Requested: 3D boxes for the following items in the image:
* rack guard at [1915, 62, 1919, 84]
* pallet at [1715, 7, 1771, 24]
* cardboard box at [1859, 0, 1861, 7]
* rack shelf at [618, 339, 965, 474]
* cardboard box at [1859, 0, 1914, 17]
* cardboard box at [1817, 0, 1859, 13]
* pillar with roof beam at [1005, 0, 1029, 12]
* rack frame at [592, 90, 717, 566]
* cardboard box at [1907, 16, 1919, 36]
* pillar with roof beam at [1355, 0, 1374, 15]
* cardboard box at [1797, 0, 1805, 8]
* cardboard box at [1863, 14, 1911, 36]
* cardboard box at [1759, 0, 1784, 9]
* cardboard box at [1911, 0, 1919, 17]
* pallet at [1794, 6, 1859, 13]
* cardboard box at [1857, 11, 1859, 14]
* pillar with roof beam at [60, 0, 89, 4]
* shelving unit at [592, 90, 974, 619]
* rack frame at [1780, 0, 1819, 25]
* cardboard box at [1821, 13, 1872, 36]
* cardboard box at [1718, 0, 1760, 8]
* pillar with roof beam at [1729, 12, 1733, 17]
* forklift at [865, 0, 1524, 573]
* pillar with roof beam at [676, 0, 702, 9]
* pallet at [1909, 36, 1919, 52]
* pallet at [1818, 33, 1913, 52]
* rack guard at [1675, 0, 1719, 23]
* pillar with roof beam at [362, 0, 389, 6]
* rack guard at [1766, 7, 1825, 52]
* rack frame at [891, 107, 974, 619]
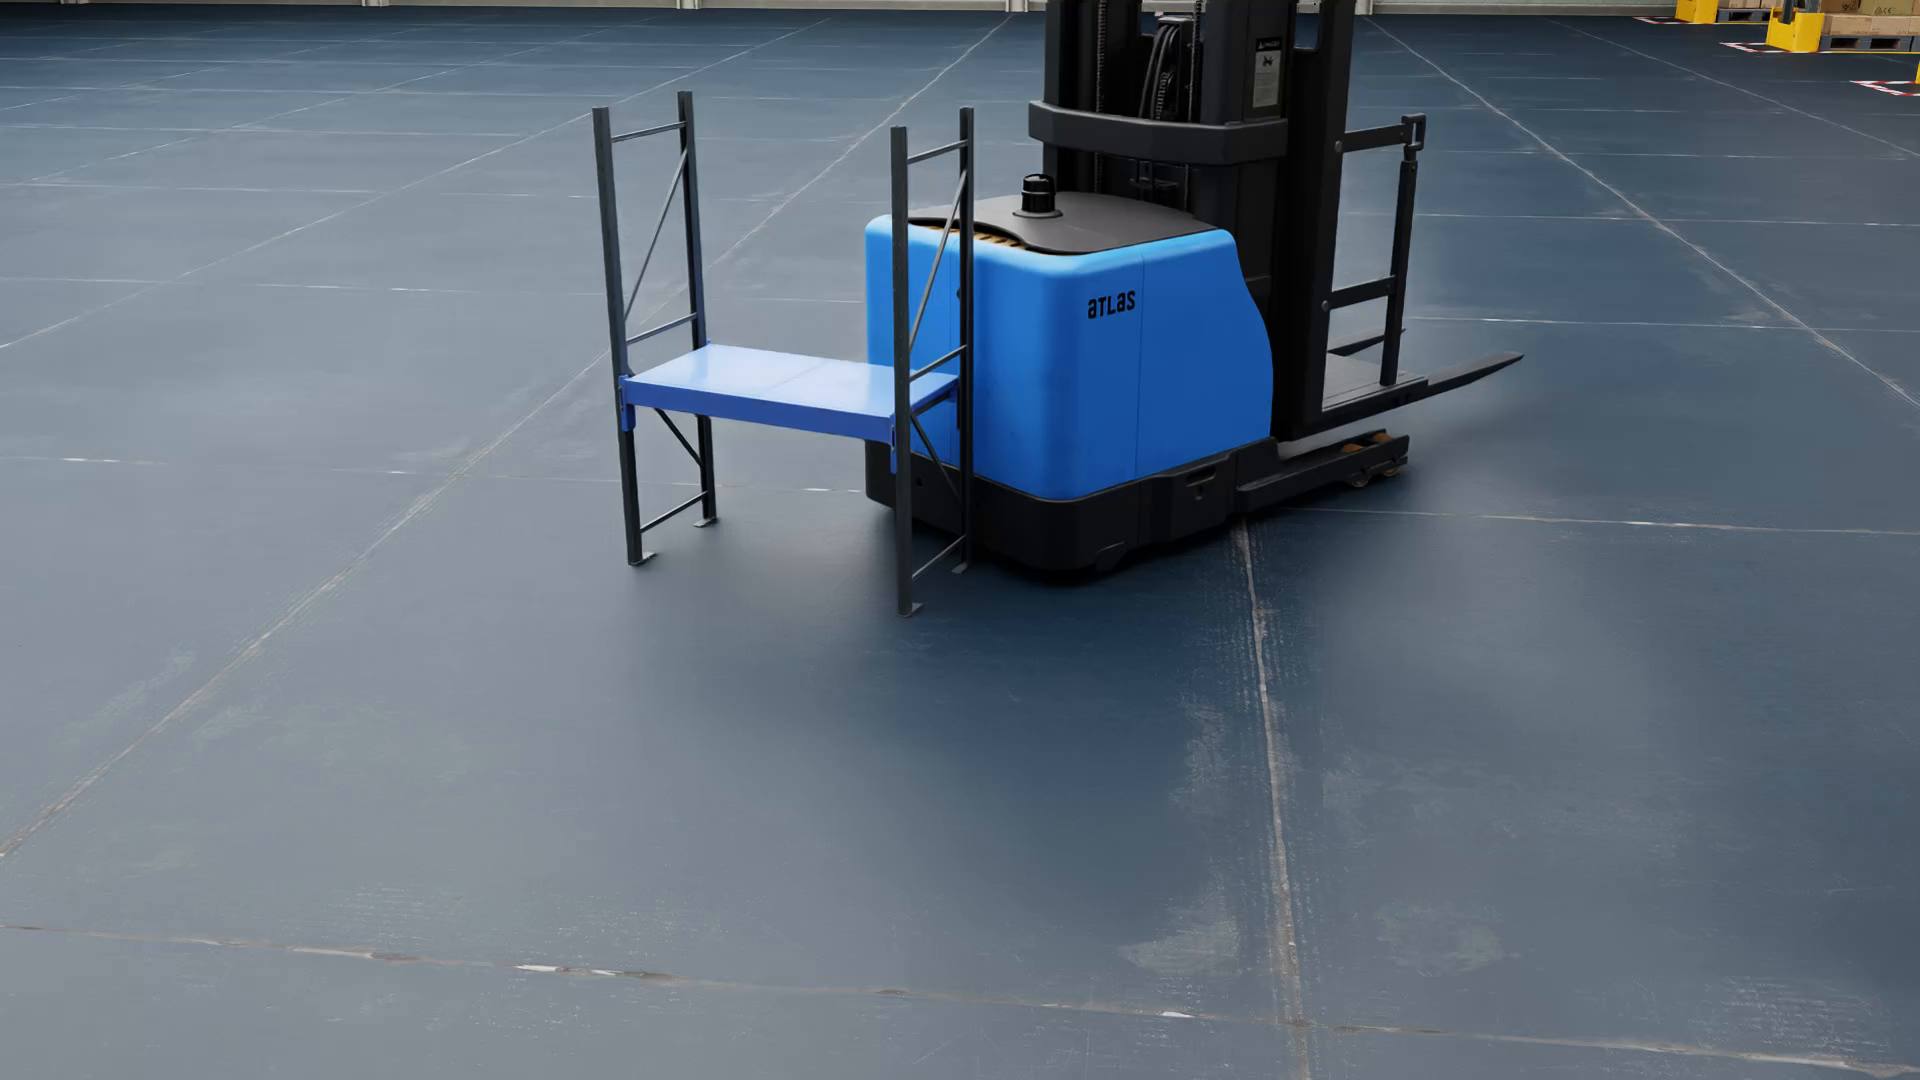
[{"bbox_3d":[11.059,-5.272,18.459,0.348,0.500,1.175,2,22,6],"label":"rack guard"},{"bbox_3d":[13.022,-8.690,27.497,1.213,0.211,1.003,2,22,6],"label":"pallet"},{"bbox_3d":[15.080,-8.937,27.131,0.500,0.500,0.500,1,22,2],"label":"cardboard box"},{"bbox_3d":[-0.536,-0.448,5.387,1.000,0.185,0.538,10,24,23],"label":"rack shelf"},{"bbox_3d":[12.567,-7.369,22.512,0.500,0.500,0.500,2,22,6],"label":"cardboard box"},{"bbox_3d":[12.132,-7.580,23.045,0.500,0.500,0.500,2,22,6],"label":"cardboard box"},{"bbox_3d":[0.517,-12.061,24.071,0.400,9.000,9.100,2,22,6],"label":"pillar with roof beam"},{"bbox_3d":[-0.996,-0.695,5.521,0.032,1.500,0.500,10,24,23],"label":"rack frame"},{"bbox_3d":[13.064,-6.999,22.596,0.500,0.250,0.500,2,22,6],"label":"cardboard box"},{"bbox_3d":[6.476,-11.801,23.414,0.400,9.000,9.100,2,22,6],"label":"pillar with roof beam"},{"bbox_3d":[14.109,-8.942,27.145,0.500,0.500,0.700,1,22,3],"label":"cardboard box"},{"bbox_3d":[12.568,-7.021,22.652,0.500,0.250,0.500,2,22,6],"label":"cardboard box"},{"bbox_3d":[13.386,-8.904,27.306,0.500,0.311,0.500,4,22,11],"label":"cardboard box"},{"bbox_3d":[13.066,-7.352,22.469,0.500,0.500,0.500,2,22,6],"label":"cardboard box"},{"bbox_3d":[14.230,-8.636,27.361,1.213,0.211,1.003,2,22,6],"label":"pallet"},{"bbox_3d":[12.630,-7.213,23.138,0.500,0.250,0.500,2,22,6],"label":"cardboard box"},{"bbox_3d":[-17.358,-12.839,26.041,0.400,9.000,9.100,2,22,6],"label":"pillar with roof beam"},{"bbox_3d":[-0.536,-0.615,5.321,1.048,1.500,0.538,10,24,23],"label":"shelving unit"},{"bbox_3d":[11.564,-8.229,22.539,0.127,3.000,1.000,2,22,6],"label":"rack frame"},{"bbox_3d":[12.071,-7.041,22.703,0.500,0.250,0.500,2,22,6],"label":"cardboard box"},{"bbox_3d":[12.820,-8.929,27.368,0.500,0.311,0.500,0,22,0],"label":"cardboard box"},{"bbox_3d":[12.434,-11.541,22.757,0.400,9.000,9.100,2,22,6],"label":"pillar with roof beam"},{"bbox_3d":[1.100,-1.690,6.092,3.031,2.935,1.130,-18,28,-38],"label":"forklift"},{"bbox_3d":[-5.441,-12.320,24.727,0.400,9.000,9.100,2,22,6],"label":"pillar with roof beam"},{"bbox_3d":[13.537,-6.861,22.870,1.213,0.211,1.003,2,22,6],"label":"pallet"},{"bbox_3d":[12.329,-6.914,23.006,1.213,0.211,1.003,2,22,6],"label":"pallet"},{"bbox_3d":[12.219,-8.872,27.565,0.348,0.500,1.175,2,22,6],"label":"rack guard"},{"bbox_3d":[-11.399,-12.580,25.384,0.400,9.000,9.100,2,22,6],"label":"pillar with roof beam"},{"bbox_3d":[11.541,-7.068,23.001,0.348,0.500,1.175,2,22,6],"label":"rack guard"},{"bbox_3d":[-0.075,-0.536,5.121,0.032,1.500,0.500,10,24,23],"label":"rack frame"}]
